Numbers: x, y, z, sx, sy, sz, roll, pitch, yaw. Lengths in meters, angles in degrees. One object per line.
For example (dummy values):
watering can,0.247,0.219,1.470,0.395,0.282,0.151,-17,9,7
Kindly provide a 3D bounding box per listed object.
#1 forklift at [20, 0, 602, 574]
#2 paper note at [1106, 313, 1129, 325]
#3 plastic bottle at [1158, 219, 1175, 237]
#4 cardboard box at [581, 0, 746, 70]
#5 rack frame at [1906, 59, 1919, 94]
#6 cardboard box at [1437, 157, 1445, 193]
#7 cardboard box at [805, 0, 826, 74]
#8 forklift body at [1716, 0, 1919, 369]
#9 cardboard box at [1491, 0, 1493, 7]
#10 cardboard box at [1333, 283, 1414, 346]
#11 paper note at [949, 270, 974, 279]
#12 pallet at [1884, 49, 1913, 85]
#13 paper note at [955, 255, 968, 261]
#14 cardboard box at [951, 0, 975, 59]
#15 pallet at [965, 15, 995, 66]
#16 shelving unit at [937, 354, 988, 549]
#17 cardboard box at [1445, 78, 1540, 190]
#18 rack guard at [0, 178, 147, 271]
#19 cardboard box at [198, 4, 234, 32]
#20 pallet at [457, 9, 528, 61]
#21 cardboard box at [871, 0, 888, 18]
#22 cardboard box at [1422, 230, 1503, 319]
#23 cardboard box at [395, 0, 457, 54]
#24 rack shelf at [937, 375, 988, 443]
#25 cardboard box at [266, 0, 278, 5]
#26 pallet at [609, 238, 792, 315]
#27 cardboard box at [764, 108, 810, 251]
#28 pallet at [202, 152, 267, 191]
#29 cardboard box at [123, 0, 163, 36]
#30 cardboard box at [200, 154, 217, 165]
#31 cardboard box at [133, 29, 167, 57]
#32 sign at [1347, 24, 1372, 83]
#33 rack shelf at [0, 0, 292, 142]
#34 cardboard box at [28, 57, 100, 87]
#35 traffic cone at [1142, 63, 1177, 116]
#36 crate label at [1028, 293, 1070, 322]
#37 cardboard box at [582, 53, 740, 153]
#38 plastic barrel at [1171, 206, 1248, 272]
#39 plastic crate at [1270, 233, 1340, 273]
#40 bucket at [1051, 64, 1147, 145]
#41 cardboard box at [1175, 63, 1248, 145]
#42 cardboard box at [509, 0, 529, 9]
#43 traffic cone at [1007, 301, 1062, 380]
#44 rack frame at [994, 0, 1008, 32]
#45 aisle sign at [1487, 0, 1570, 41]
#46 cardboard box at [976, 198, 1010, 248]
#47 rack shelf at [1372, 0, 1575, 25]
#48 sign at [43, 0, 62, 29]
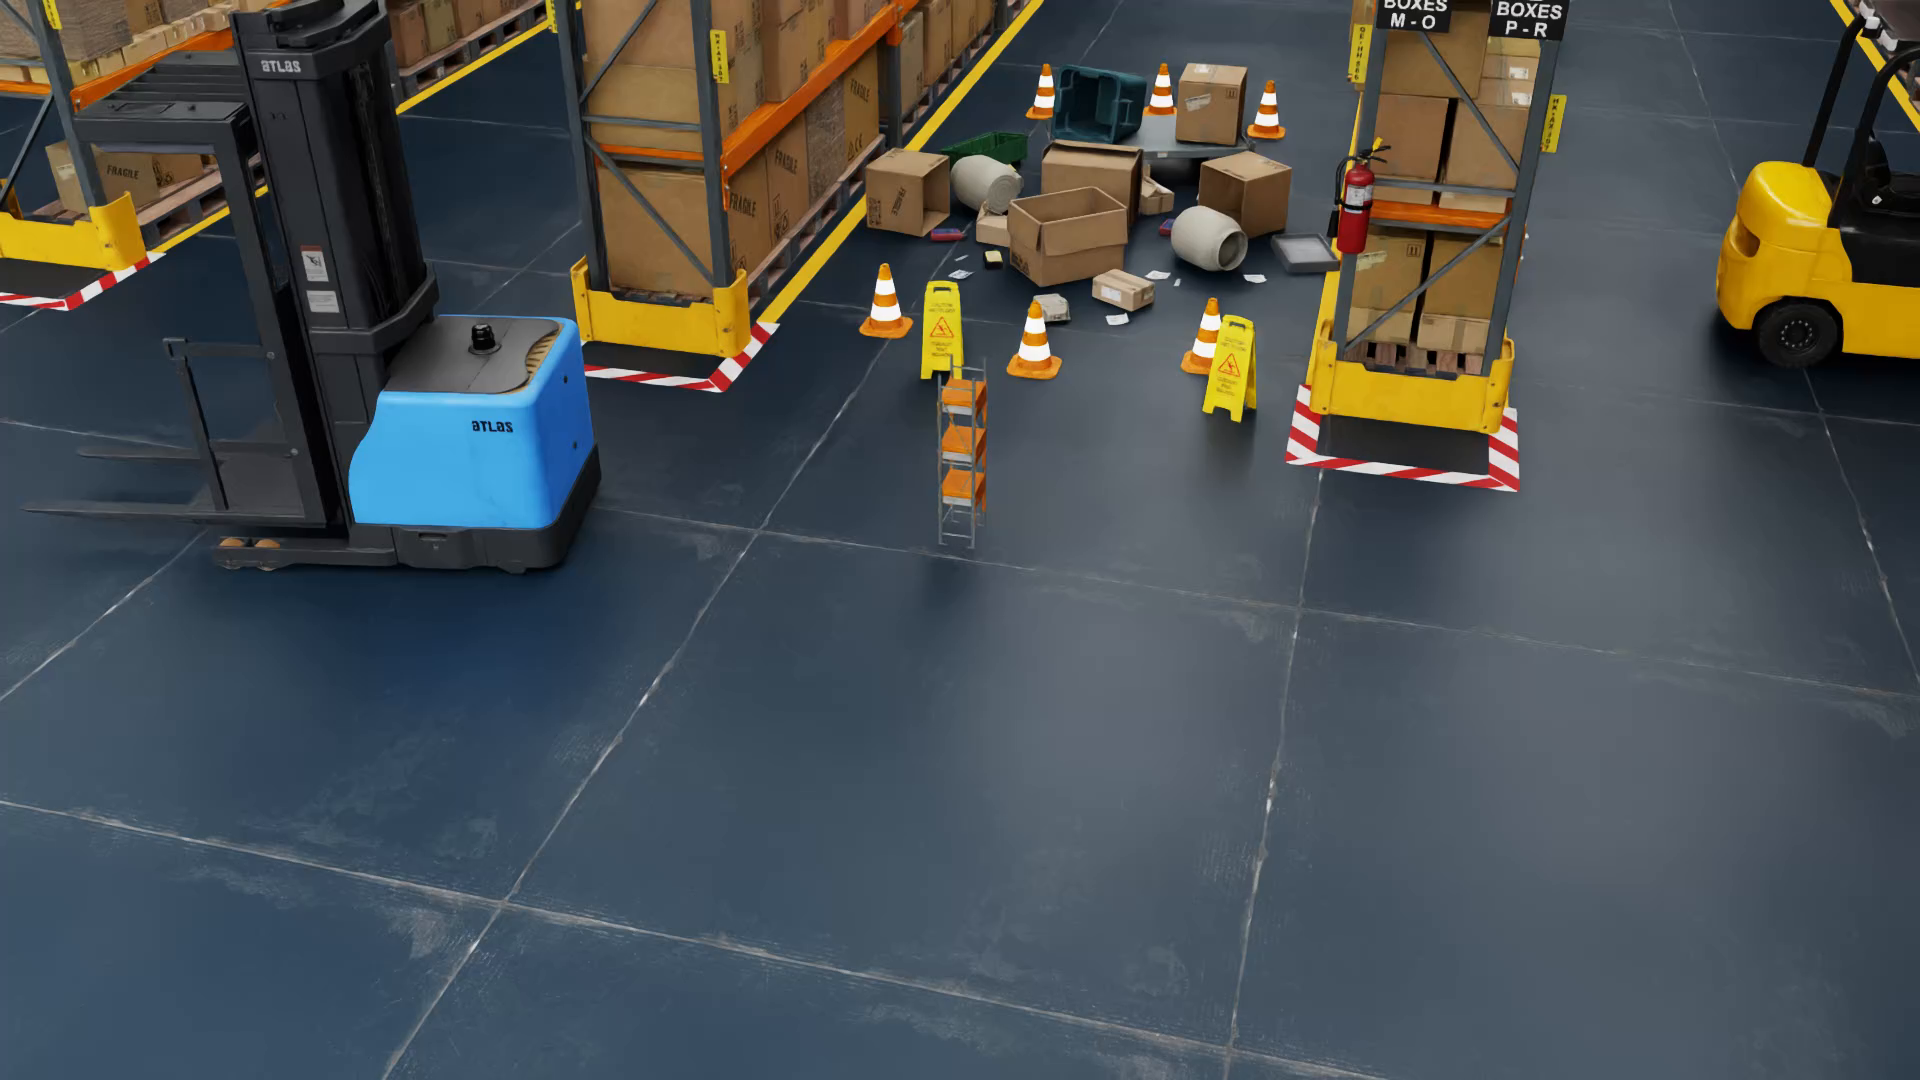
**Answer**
forklift,-3.624,-1.353,8.646,3.031,2.935,1.130,2,32,3
paper note,1.108,-1.552,11.663,0.148,0.019,0.142,-3,33,-4
plastic bottle,1.667,-2.465,13.070,0.133,0.061,0.283,14,35,21
cardboard box,-1.889,-3.371,10.611,0.875,0.550,0.550,8,33,12
rack frame,9.625,-5.521,15.139,1.000,3.000,0.127,8,33,12
cardboard box,3.130,-2.219,10.178,0.380,0.149,0.250,9,33,13
cardboard box,-1.494,-3.769,12.244,0.875,0.550,0.500,8,33,12
forklift body,6.312,-2.244,10.775,2.313,2.155,1.214,8,33,12
cardboard box,3.685,-3.485,11.565,0.500,0.500,0.500,9,34,14
cardboard box,2.744,-1.529,11.030,0.500,0.250,0.500,8,33,12
paper note,0.009,-1.972,12.325,0.144,0.017,0.142,20,38,29
pallet,9.851,-4.726,16.488,1.003,0.211,1.213,8,33,12
paper note,0.014,-2.138,12.604,0.032,0.001,0.123,28,42,36
cardboard box,-0.451,-5.286,16.475,1.050,0.750,0.750,9,33,13
pallet,-0.263,-5.241,17.297,1.003,0.211,1.213,8,33,12
shelving unit,0.014,-0.471,9.012,0.215,1.050,0.252,8,33,12
cardboard box,3.182,-2.419,9.889,0.500,0.500,0.500,8,33,12
rack guard,-6.773,-2.377,12.523,1.175,0.500,0.348,8,33,12
cardboard box,-6.015,-4.167,13.243,0.380,0.149,0.250,8,33,12
pallet,-5.274,-5.331,17.439,1.003,0.211,1.213,8,33,12
cardboard box,-1.088,-4.611,13.567,0.875,0.550,0.550,8,33,12
cardboard box,3.271,-1.770,10.711,0.500,0.500,0.500,7,33,11
cardboard box,-5.462,-5.160,16.490,0.700,0.500,0.500,8,33,12
rack shelf,0.014,-0.701,8.865,0.215,0.259,0.240,8,33,12
cardboard box,-5.913,-4.569,13.875,0.380,0.149,0.250,8,33,12
pallet,-1.893,-1.914,12.064,1.003,0.211,1.213,8,33,12
cardboard box,-1.691,-2.763,12.390,0.875,0.875,0.875,8,33,12
pallet,-6.221,-3.303,14.249,1.003,0.211,1.213,8,33,12
cardboard box,-6.616,-4.118,12.561,0.875,0.500,0.500,8,33,12
cardboard box,-6.322,-3.474,13.857,0.500,0.500,0.500,11,34,17
cardboard box,-6.286,-3.789,12.649,0.380,0.149,0.250,8,33,12
sign,2.261,-2.751,9.408,0.100,0.325,0.005,8,33,12
rack shelf,-6.285,-4.127,13.616,1.077,0.370,4.000,8,33,12
cardboard box,-6.490,-3.402,12.040,0.380,0.149,0.250,8,33,12
traffic cone,1.875,-4.169,15.377,0.336,0.463,0.334,8,33,12
crate label,0.634,-1.625,11.679,0.250,0.136,0.298,-8,33,-13
cardboard box,-1.970,-2.927,10.918,0.875,0.550,0.550,8,33,12
plastic barrel,1.853,-2.234,12.370,0.421,0.421,0.512,-21,38,-29
plastic crate,2.617,-2.184,12.611,0.402,0.080,0.583,-3,33,-4
bucket,1.190,-3.616,13.777,0.726,0.611,0.620,20,28,29
cardboard box,2.079,-3.611,13.758,0.500,0.500,0.500,8,33,12
cardboard box,-5.041,-6.035,17.867,0.700,0.500,0.500,5,33,8
traffic cone,0.494,-1.346,10.936,0.336,0.463,0.334,8,33,12
rack frame,0.010,-6.816,17.176,1.000,3.000,0.127,8,33,12
aisle sign,3.077,-3.066,8.854,0.394,0.787,0.004,8,33,12
cardboard box,0.340,-2.444,12.847,0.396,0.266,0.258,14,35,21
rack shelf,3.301,-4.044,10.689,1.077,0.370,4.000,8,33,12
sign,-6.268,-3.684,11.442,0.100,0.325,0.005,8,33,12
